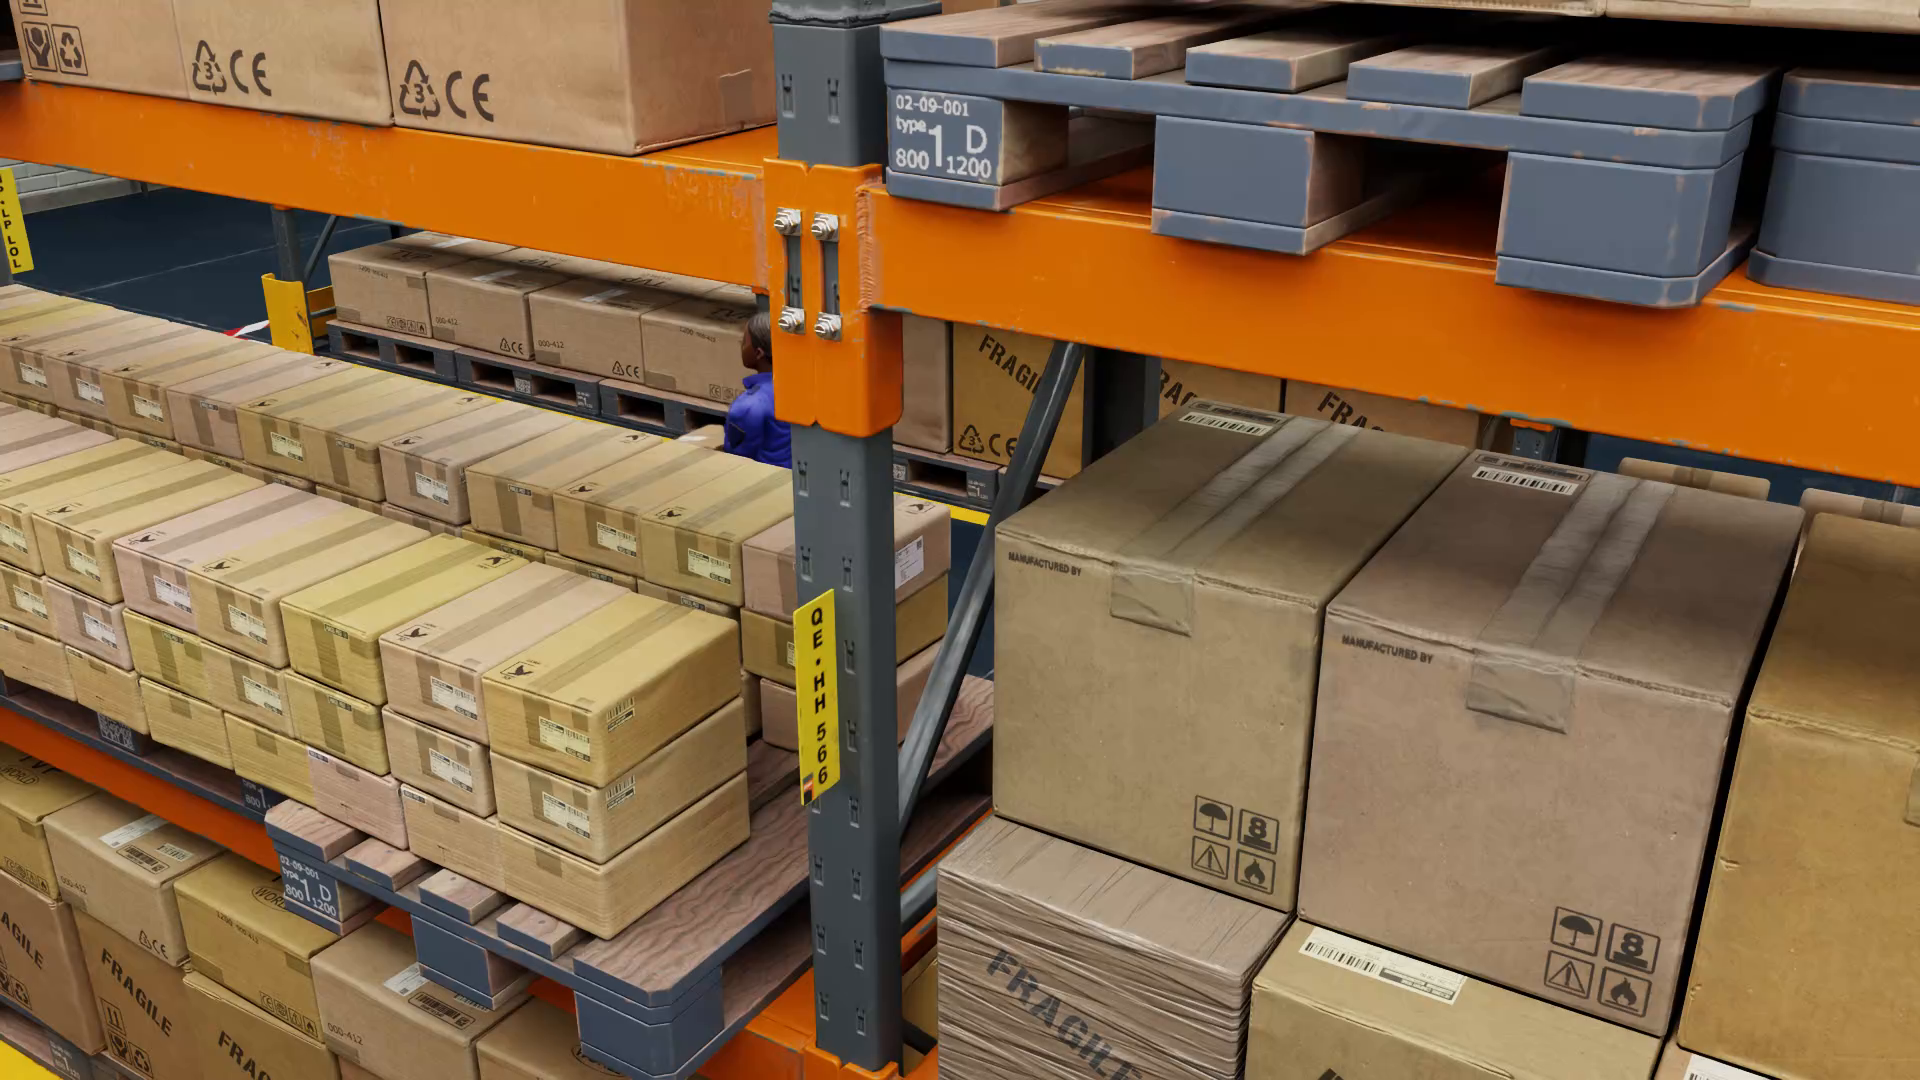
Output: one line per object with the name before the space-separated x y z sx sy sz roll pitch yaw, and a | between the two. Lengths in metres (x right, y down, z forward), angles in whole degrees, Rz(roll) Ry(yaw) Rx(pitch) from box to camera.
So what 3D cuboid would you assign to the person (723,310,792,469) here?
person | -0.775 -0.088 6.320 0.500 1.655 0.449 14 27 29
